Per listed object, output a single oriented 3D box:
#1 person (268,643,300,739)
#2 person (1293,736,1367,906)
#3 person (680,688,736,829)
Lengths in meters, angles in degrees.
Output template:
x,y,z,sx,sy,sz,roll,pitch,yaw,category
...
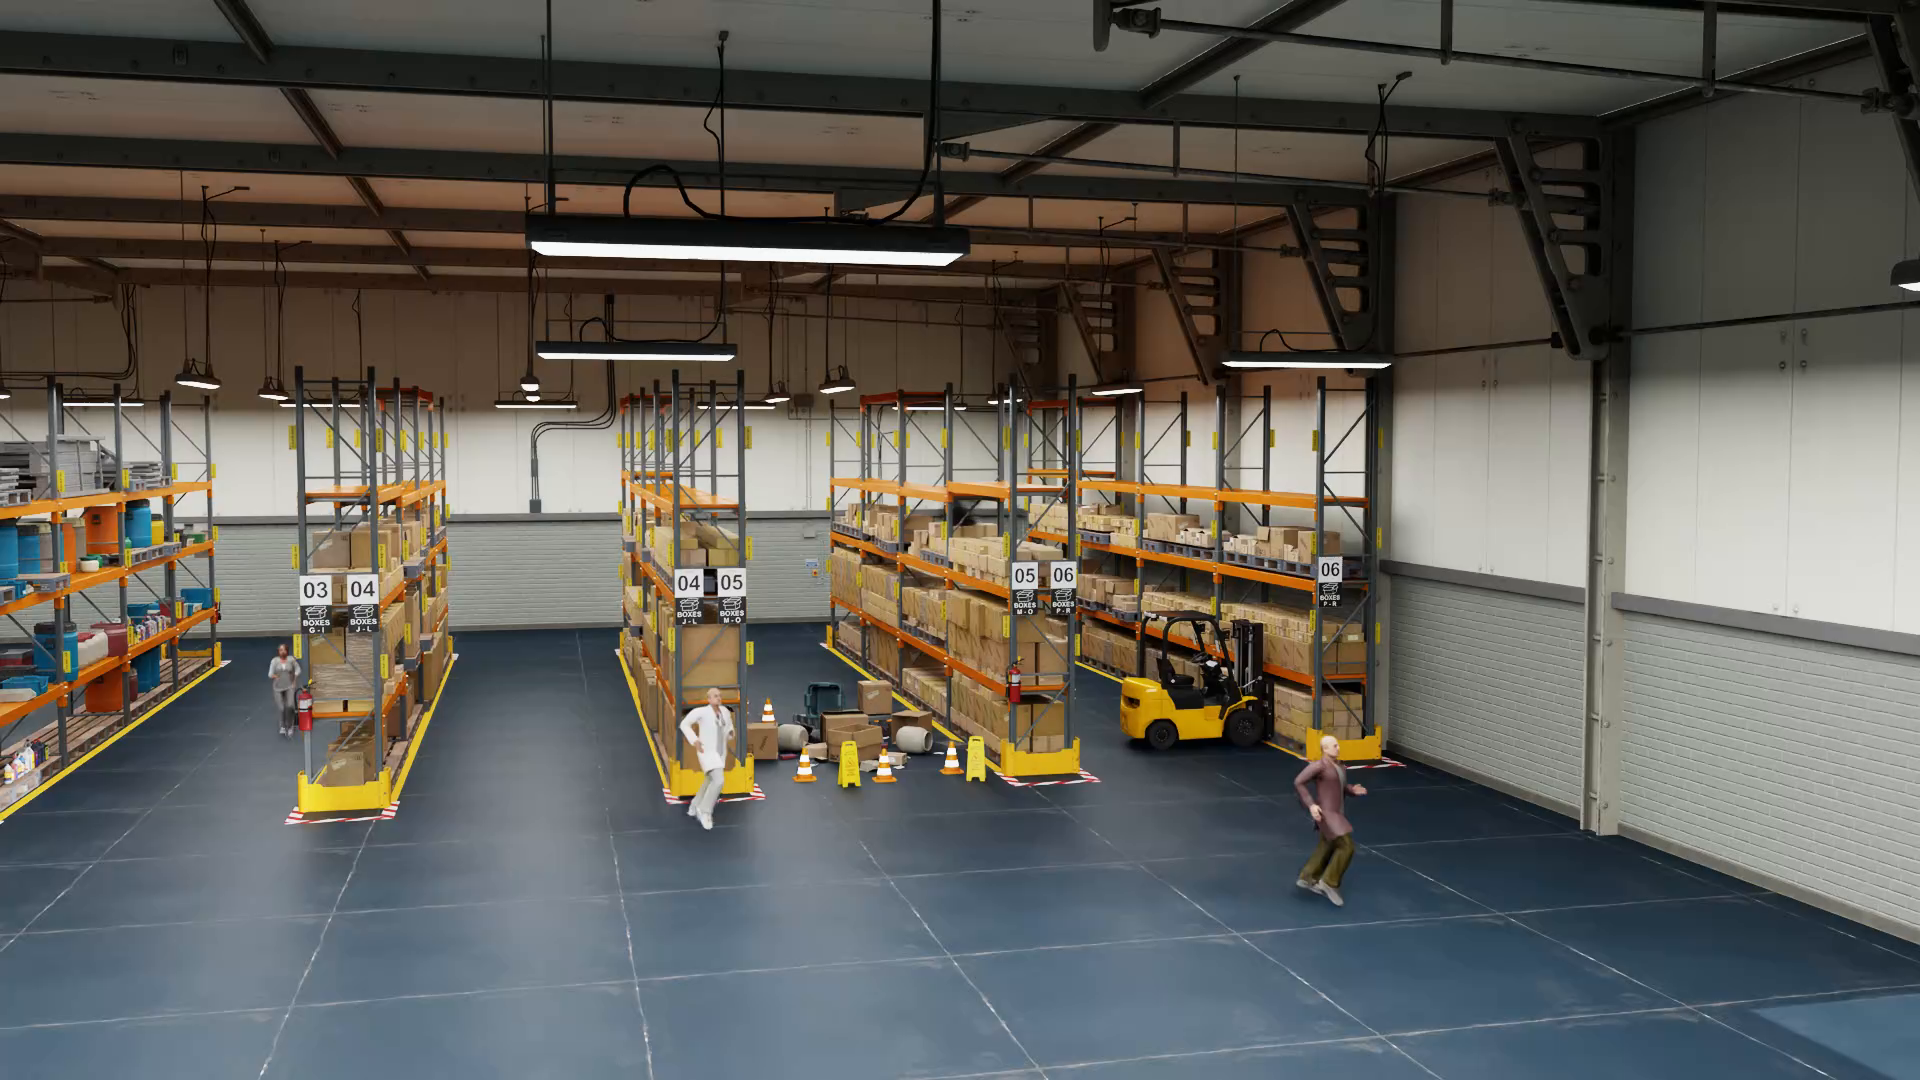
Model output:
x,y,z,sx,sy,sz,roll,pitch,yaw,category
-11.380,2.543,28.003,0.490,1.625,0.711,-1,4,-19,person
4.030,3.040,18.087,0.798,1.823,0.671,2,4,33,person
-3.239,2.933,21.709,0.742,1.619,0.720,3,4,38,person
